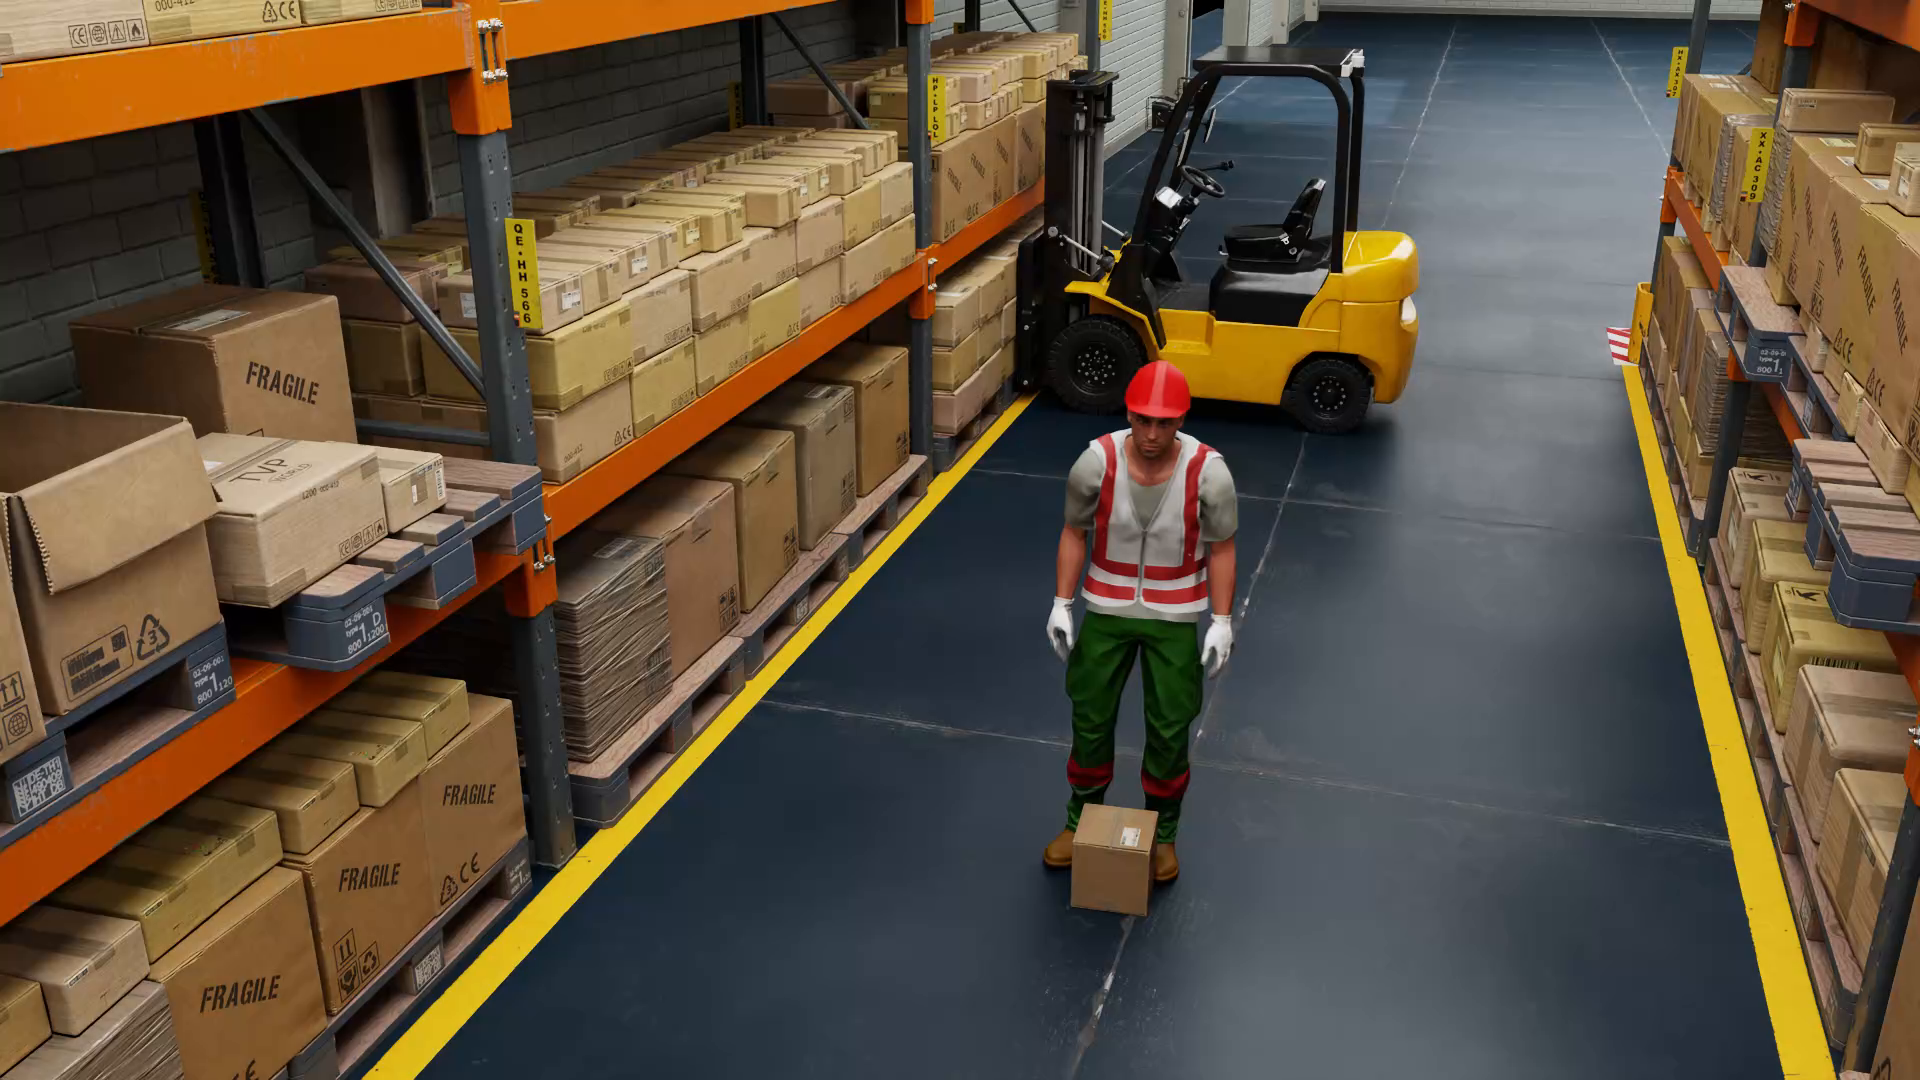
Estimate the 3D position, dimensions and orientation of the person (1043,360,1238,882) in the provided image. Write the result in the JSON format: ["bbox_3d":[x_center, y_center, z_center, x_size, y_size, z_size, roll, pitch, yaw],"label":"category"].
[{"bbox_3d":[0.588,0.266,5.403,0.613,1.778,0.452,5,22,12],"label":"person"}]
